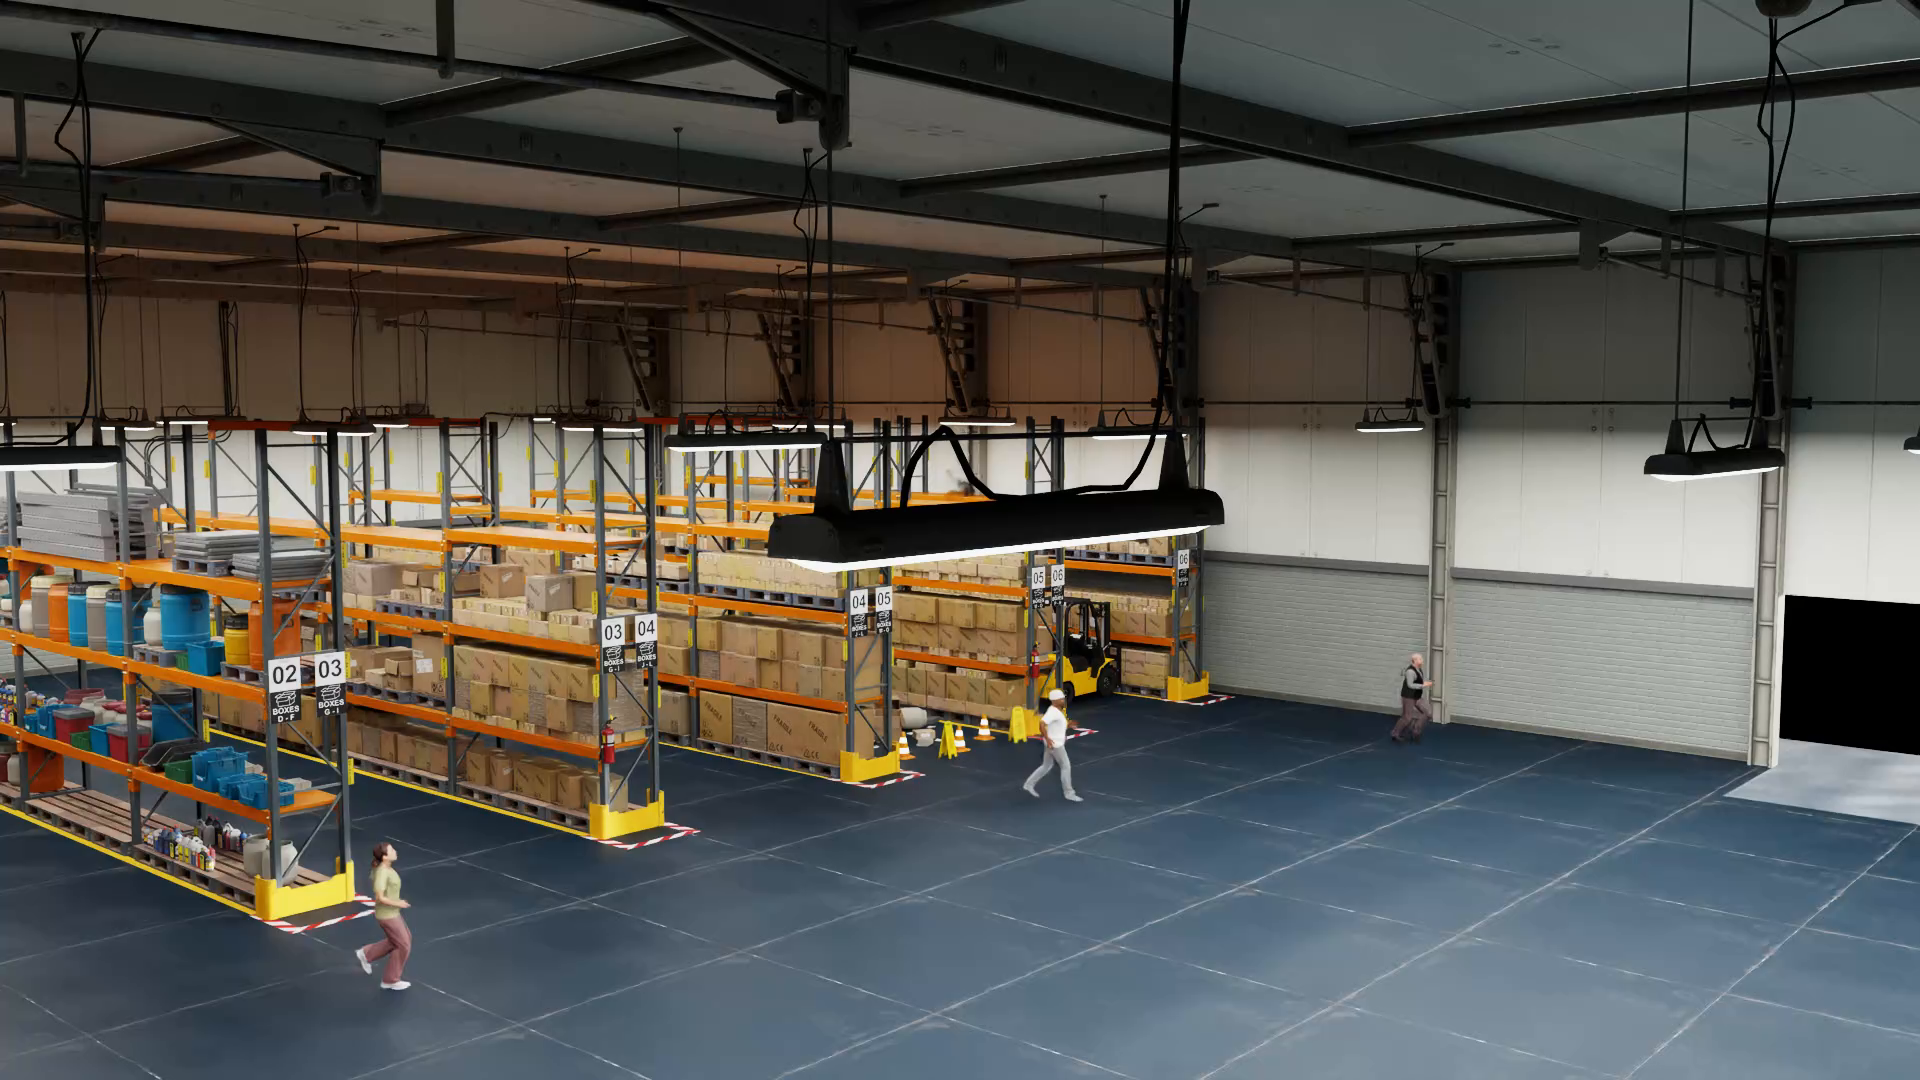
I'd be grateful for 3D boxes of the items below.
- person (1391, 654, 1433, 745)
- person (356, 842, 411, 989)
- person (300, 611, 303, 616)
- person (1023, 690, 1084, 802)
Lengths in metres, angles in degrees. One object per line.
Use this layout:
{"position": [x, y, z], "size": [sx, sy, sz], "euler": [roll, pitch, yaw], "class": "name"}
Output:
{"position": [8.337, 2.929, 30.636], "size": [0.807, 1.711, 0.682], "euler": [3, 6, 36], "class": "person"}
{"position": [-6.199, 4.039, 17.879], "size": [0.568, 1.625, 0.620], "euler": [-2, 5, -22], "class": "person"}
{"position": [-14.900, 2.410, 37.398], "size": [0.667, 1.649, 0.572], "euler": [-1, 5, -9], "class": "person"}
{"position": [1.473, 3.239, 26.226], "size": [0.968, 1.771, 0.690], "euler": [0, 5, -5], "class": "person"}
